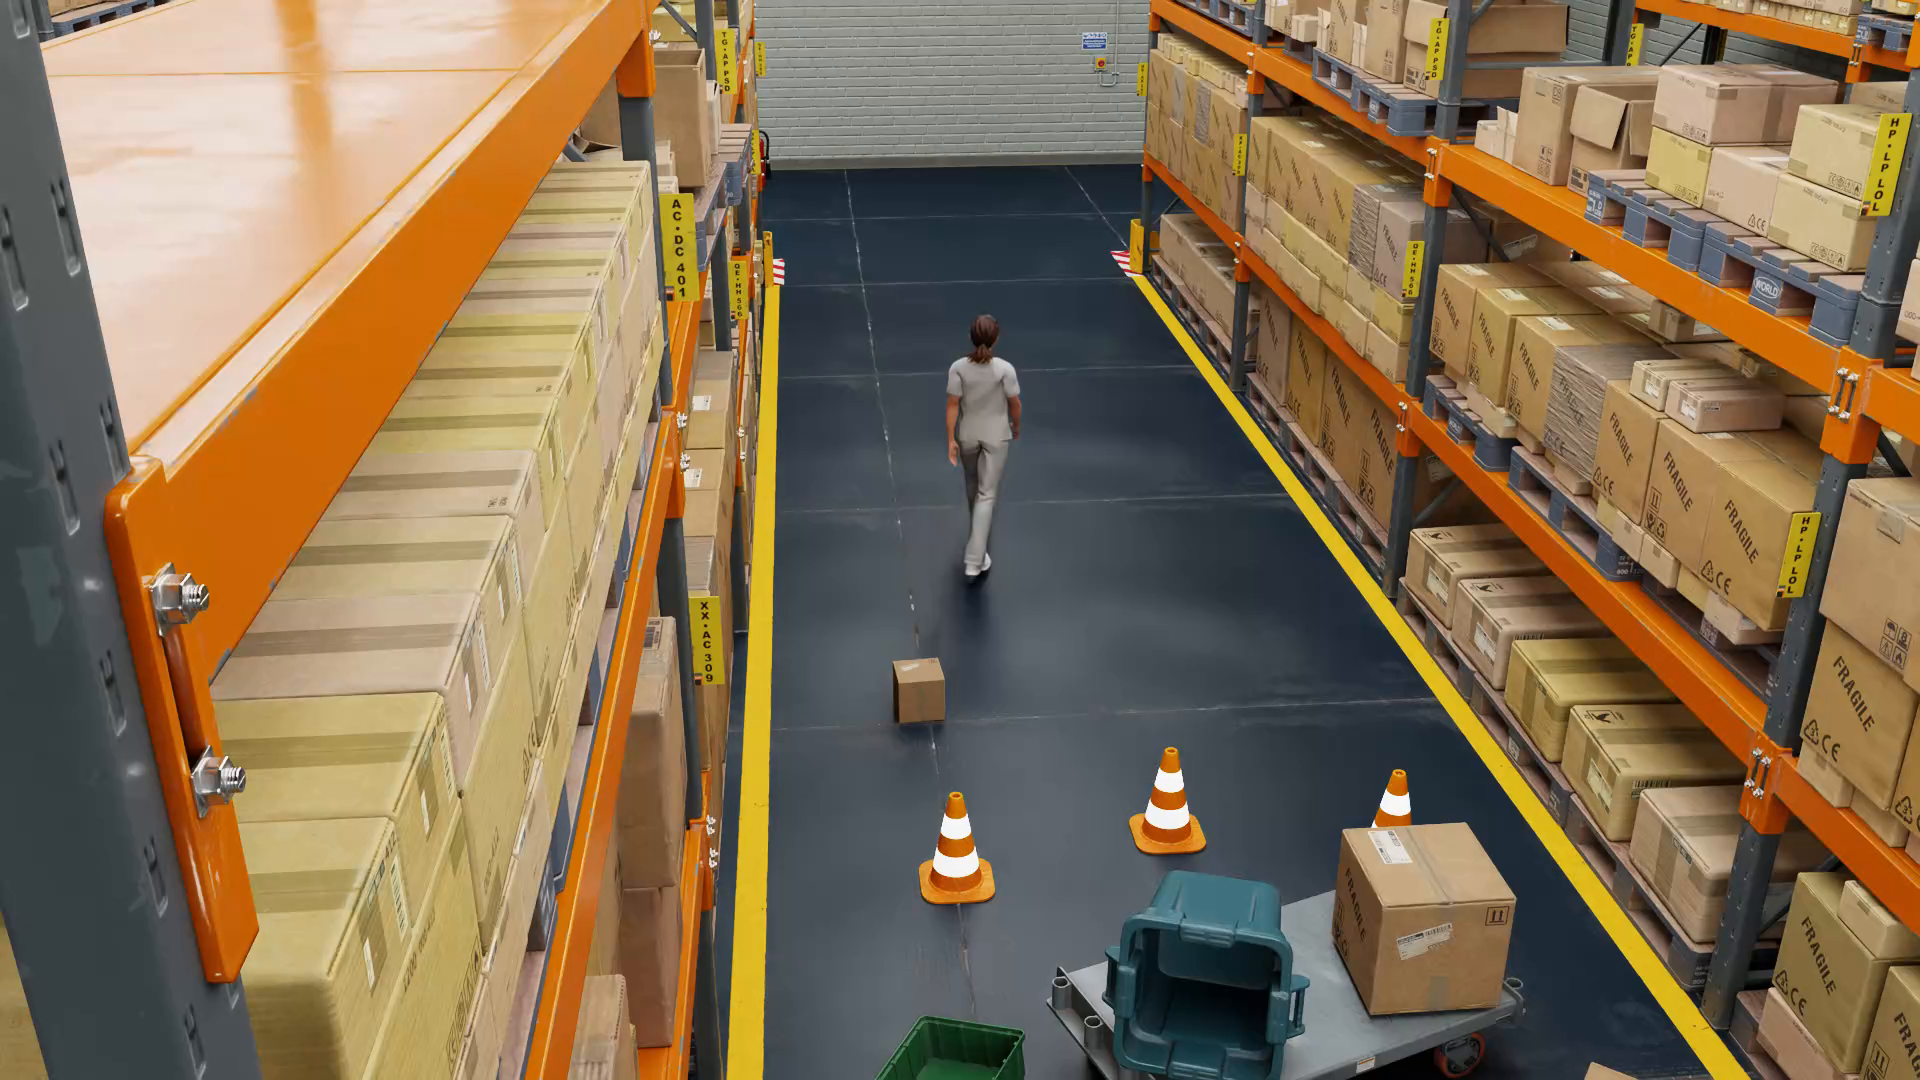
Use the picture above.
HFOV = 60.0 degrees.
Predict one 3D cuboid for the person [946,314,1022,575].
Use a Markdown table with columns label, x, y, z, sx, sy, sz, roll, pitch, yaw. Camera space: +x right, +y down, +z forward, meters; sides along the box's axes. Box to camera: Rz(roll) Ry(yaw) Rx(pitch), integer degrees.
| label | x | y | z | sx | sy | sz | roll | pitch | yaw |
| --- | --- | --- | --- | --- | --- | --- | --- | --- | --- |
| person | 0.169 | -0.679 | 10.605 | 0.454 | 1.603 | 1.032 | 6 | 24 | 13 |
